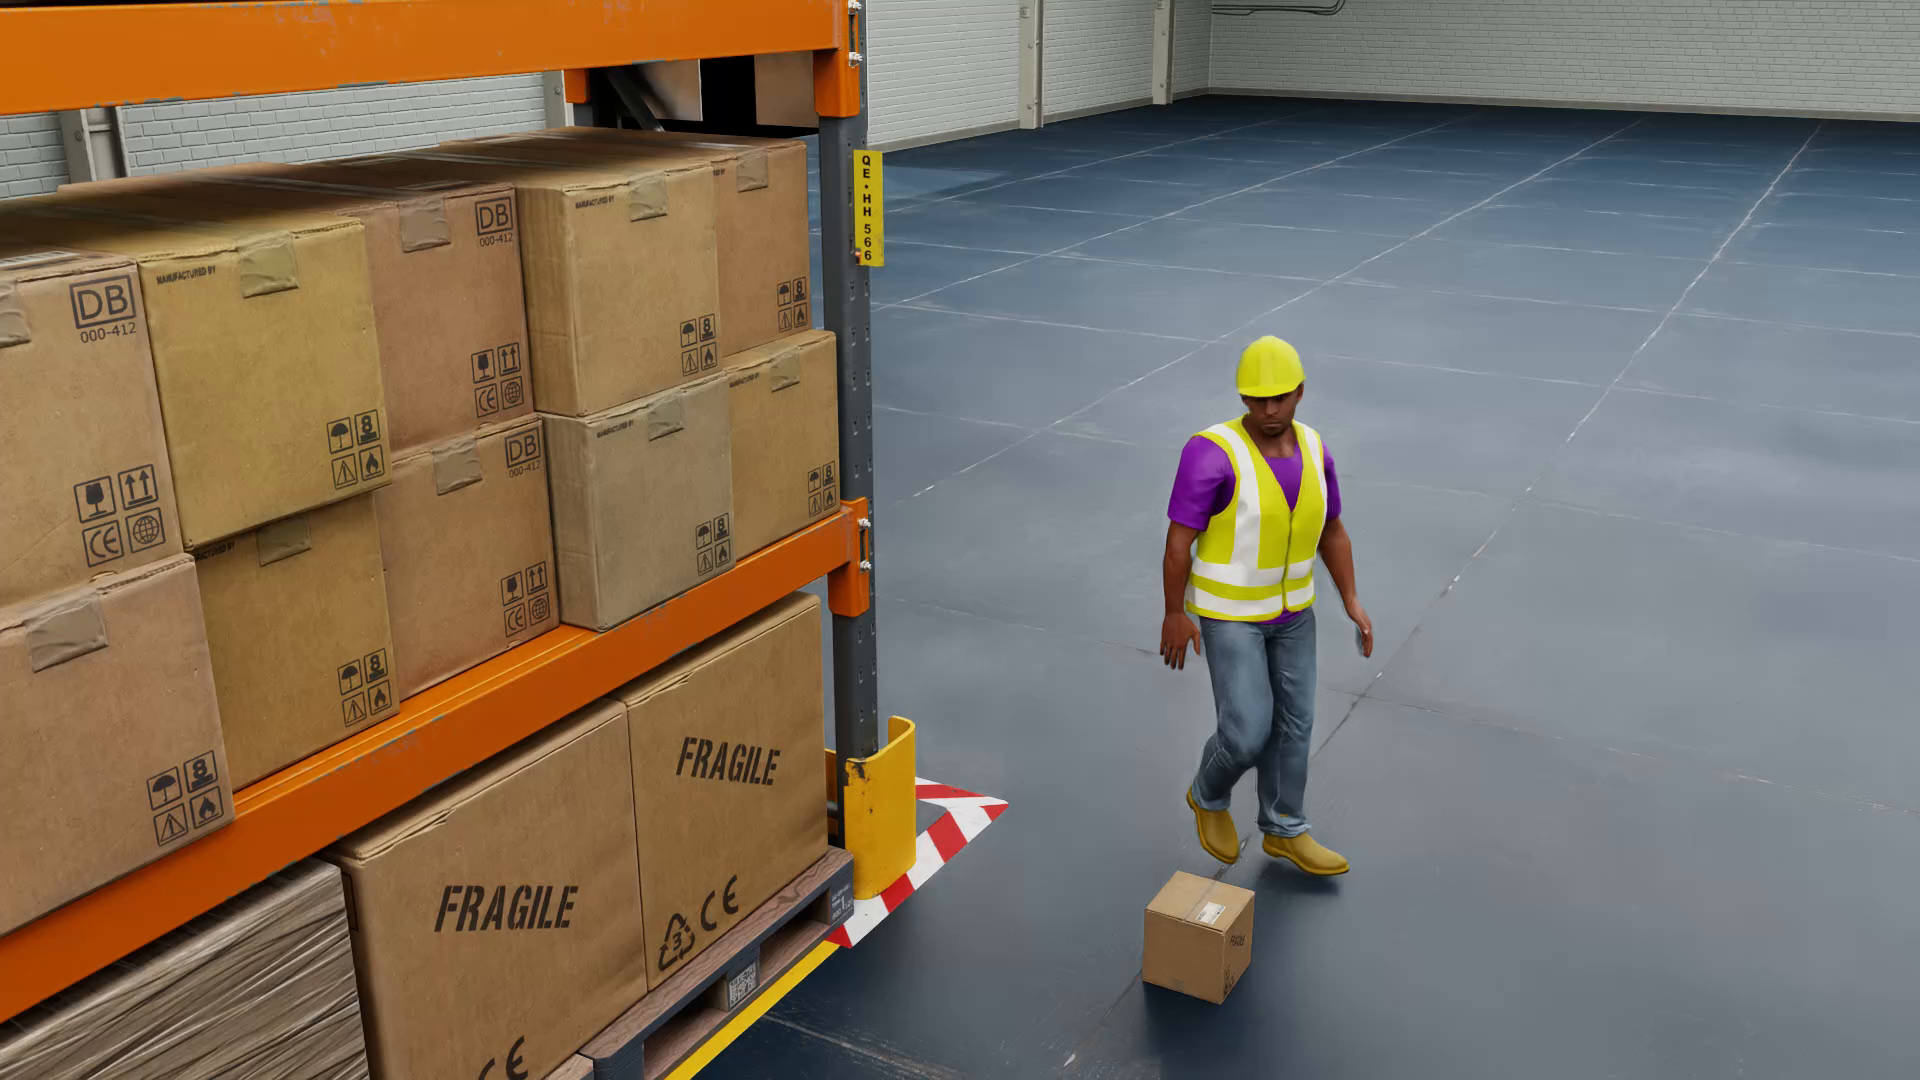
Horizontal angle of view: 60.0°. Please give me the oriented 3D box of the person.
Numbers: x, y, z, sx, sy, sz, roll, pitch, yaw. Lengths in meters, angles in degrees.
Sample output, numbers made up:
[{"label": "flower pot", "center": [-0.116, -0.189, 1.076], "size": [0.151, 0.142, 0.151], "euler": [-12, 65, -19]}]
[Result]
[{"label": "person", "center": [0.971, 0.238, 5.260], "size": [0.633, 1.770, 0.505], "euler": [-12, 23, -32]}]
